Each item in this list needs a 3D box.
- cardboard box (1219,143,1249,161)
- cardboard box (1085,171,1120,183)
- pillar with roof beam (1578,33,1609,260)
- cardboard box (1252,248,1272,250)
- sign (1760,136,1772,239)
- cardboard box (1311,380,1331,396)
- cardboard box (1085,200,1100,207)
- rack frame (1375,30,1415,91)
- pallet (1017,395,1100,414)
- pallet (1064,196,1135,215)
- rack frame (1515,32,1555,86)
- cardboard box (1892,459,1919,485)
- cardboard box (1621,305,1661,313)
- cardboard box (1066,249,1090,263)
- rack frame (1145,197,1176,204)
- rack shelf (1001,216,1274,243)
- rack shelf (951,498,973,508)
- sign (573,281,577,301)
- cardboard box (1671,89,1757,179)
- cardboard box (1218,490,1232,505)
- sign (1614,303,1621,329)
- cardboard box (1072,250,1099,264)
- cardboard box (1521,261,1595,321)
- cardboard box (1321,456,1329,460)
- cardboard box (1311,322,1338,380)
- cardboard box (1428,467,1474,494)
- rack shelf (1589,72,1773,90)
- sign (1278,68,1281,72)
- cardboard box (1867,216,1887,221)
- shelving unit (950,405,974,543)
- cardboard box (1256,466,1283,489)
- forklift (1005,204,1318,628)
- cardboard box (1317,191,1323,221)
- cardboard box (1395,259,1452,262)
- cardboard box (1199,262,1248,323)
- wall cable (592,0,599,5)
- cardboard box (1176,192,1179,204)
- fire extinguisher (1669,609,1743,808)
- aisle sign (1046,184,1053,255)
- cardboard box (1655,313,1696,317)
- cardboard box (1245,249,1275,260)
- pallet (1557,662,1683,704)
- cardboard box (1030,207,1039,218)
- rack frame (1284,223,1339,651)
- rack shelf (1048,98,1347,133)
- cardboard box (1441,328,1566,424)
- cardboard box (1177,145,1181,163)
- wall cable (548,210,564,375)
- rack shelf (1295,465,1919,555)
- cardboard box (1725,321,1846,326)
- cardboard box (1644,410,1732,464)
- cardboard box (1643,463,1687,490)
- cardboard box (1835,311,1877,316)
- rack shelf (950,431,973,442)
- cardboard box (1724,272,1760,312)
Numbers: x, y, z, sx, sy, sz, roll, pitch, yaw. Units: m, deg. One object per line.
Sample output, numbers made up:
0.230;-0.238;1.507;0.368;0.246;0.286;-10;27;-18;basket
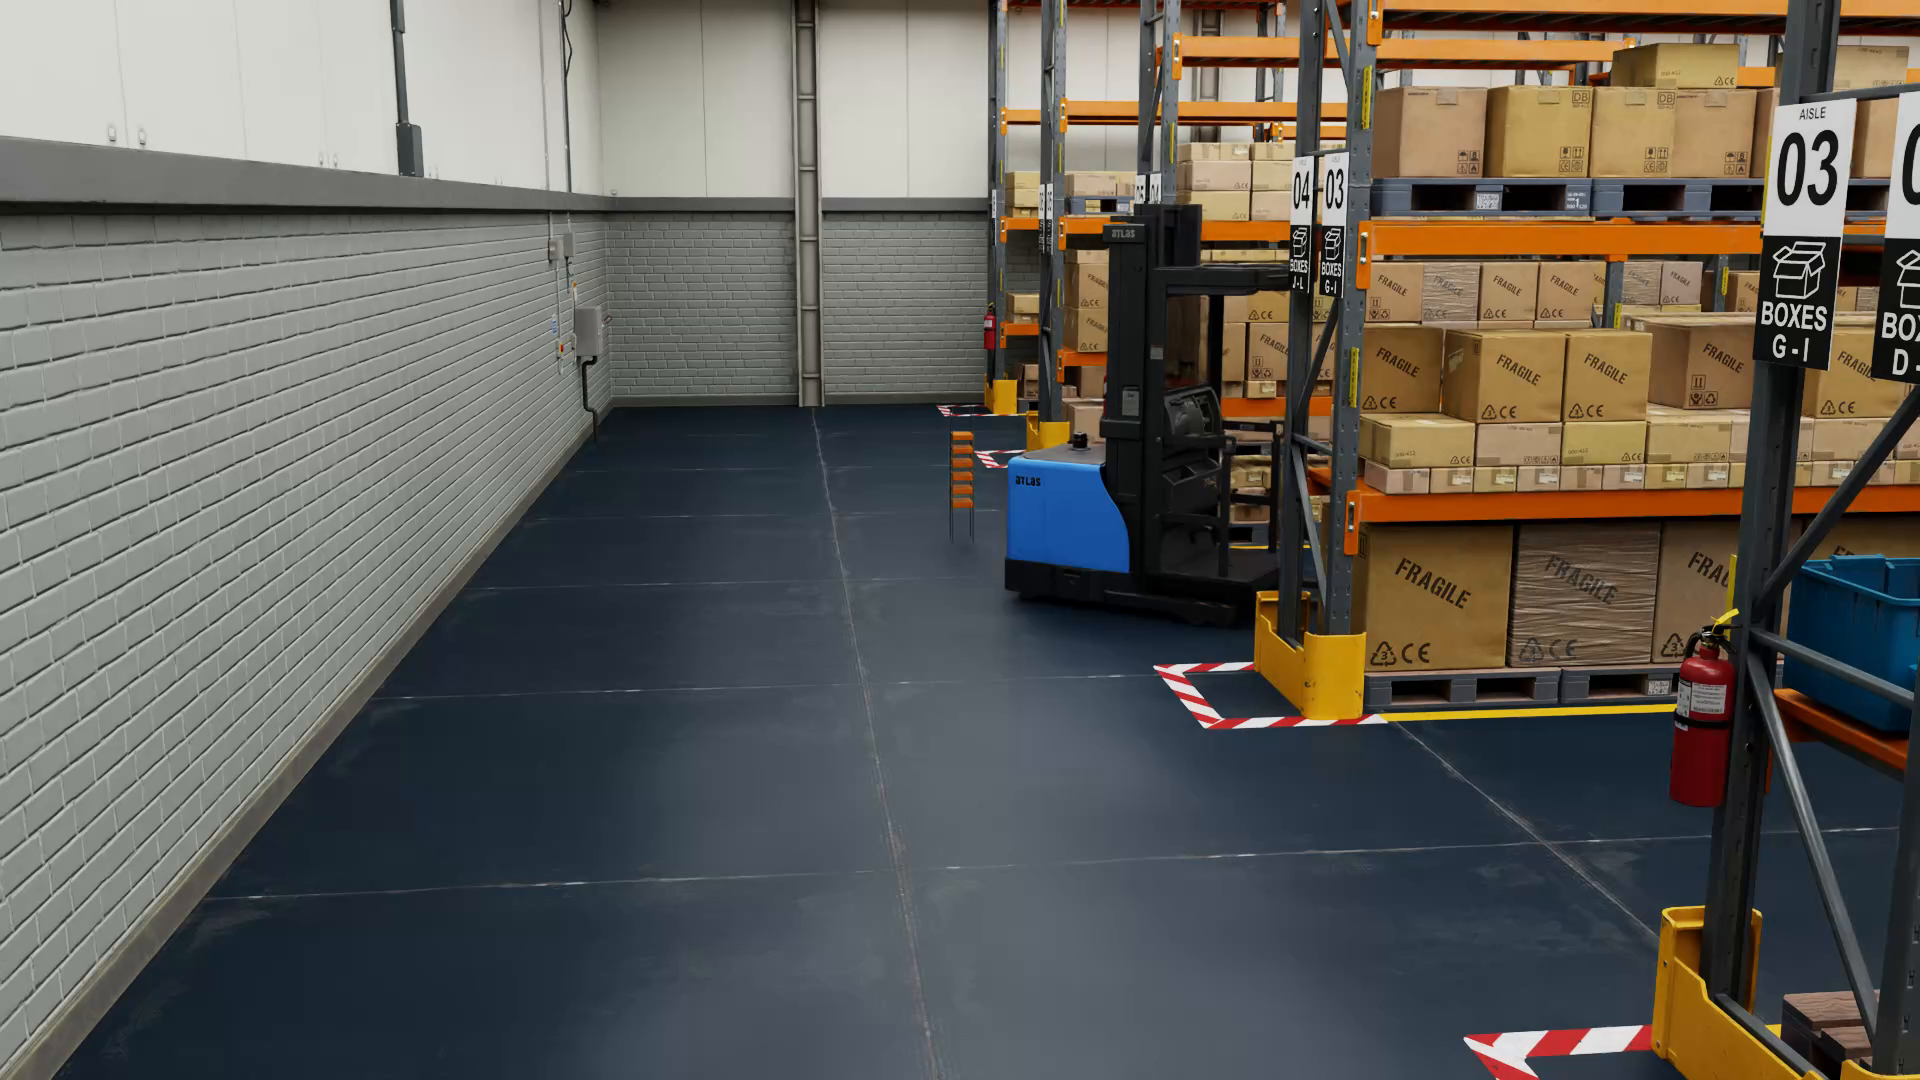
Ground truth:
2.300;-3.304;14.183;0.250;0.149;0.380;-1;11;-4;cardboard box
1.997;-5.170;23.934;0.500;0.250;0.500;-1;11;-7;cardboard box
10.140;-5.884;21.469;0.548;9.000;9.100;-1;11;-6;pillar with roof beam
3.675;-3.417;19.938;0.250;0.149;0.380;-2;11;-8;cardboard box
2.593;-1.123;5.297;0.005;0.325;0.100;-1;11;-6;sign
3.093;-1.362;14.671;0.250;0.149;0.380;-1;11;-7;cardboard box
2.007;-4.923;23.975;0.500;0.250;0.500;-2;11;-8;cardboard box
5.040;-5.474;19.386;0.127;3.000;1.000;-1;11;-6;rack frame
1.392;-2.049;24.744;1.213;0.211;1.003;-1;11;-6;pallet
1.800;-3.893;19.348;1.213;0.211;1.003;-1;11;-6;pallet
8.477;-6.509;24.651;0.127;3.000;1.000;-1;11;-6;rack frame
5.586;-0.432;9.942;0.250;0.149;0.380;-1;11;-5;cardboard box
8.053;-2.715;19.997;0.500;0.250;0.500;-1;11;-8;cardboard box
1.399;-3.351;19.605;0.250;0.149;0.380;-1;11;-5;cardboard box
1.698;-1.500;14.722;0.127;3.000;1.000;-1;11;-6;rack frame
2.512;-4.560;24.374;4.000;0.370;1.077;-1;11;-6;rack shelf
0.014;-0.310;14.809;0.180;0.103;0.258;-1;11;-6;rack shelf
-4.822;-3.122;20.829;0.001;0.242;0.339;-1;11;-6;sign
4.269;-2.384;9.837;0.500;0.500;0.700;-1;11;-4;cardboard box
2.247;-0.415;14.733;0.250;0.149;0.380;-1;11;-4;cardboard box
5.741;-1.904;14.534;0.005;0.325;0.100;-1;11;-6;sign
1.446;-3.260;19.139;0.250;0.149;0.380;-1;11;-5;cardboard box
5.237;-2.207;14.698;0.500;0.500;0.500;-2;11;-8;cardboard box
3.496;-0.677;15.293;0.250;0.149;0.380;-2;11;-8;cardboard box
3.192;-1.675;14.583;0.500;0.500;0.500;-1;11;-5;cardboard box
2.777;-0.373;9.642;0.250;0.149;0.380;-1;11;-7;cardboard box
7.663;-4.115;14.869;3.809;0.124;0.919;-1;11;-6;rack shelf
4.541;-6.819;23.598;0.005;0.325;0.100;-1;11;-6;sign
8.118;-3.104;14.848;0.500;0.500;0.500;-1;11;-6;cardboard box
0.014;-0.589;14.754;0.189;1.200;0.258;-1;11;-6;shelving unit
2.781;-0.554;14.672;0.250;0.149;0.380;-1;11;-6;cardboard box
1.871;-0.932;12.013;3.031;2.935;1.130;7;13;30;forklift
3.207;-2.882;14.364;0.500;0.250;0.500;-2;11;-8;cardboard box
4.182;-2.288;15.108;0.500;0.500;0.500;-1;11;-5;cardboard box
2.173;-2.144;14.376;0.500;0.500;0.500;-1;11;-6;cardboard box
-5.226;-9.200;23.918;0.133;3.039;2.988;-1;11;-6;wall cable
2.122;-2.959;14.754;0.500;0.250;0.500;-1;11;-7;cardboard box
2.469;0.540;5.513;0.183;0.674;0.296;-1;11;-6;fire extinguisher
1.023;-3.666;18.999;0.004;0.787;0.394;-1;11;-6;aisle sign
6.577;-2.015;15.360;0.250;0.149;0.380;-2;11;-8;cardboard box
3.490;-3.307;19.379;0.250;0.149;0.380;-1;11;-7;cardboard box
4.130;0.765;10.430;1.213;0.211;1.003;-1;11;-6;pallet
1.123;-4.720;23.977;0.250;0.149;0.380;-1;11;-5;cardboard box
2.133;-0.547;9.877;0.053;2.616;0.949;-1;11;-6;rack frame
3.052;-4.883;19.282;4.000;0.370;1.077;-1;11;-6;rack shelf
3.137;-0.956;9.627;0.500;0.500;0.500;-1;11;-7;cardboard box
1.997;-3.403;14.683;0.250;0.149;0.380;-1;11;-7;cardboard box
-4.540;-2.839;18.819;0.123;1.953;0.585;-1;11;-6;wall cable
4.122;-0.235;10.155;4.000;0.370;1.077;-1;11;-6;rack shelf
5.116;-1.101;10.365;0.500;0.500;0.500;-1;11;-6;cardboard box
4.174;-0.611;9.818;0.500;0.250;0.500;-1;11;-7;cardboard box
4.051;-0.400;9.778;0.250;0.149;0.380;-1;11;-8;cardboard box
8.397;-2.053;15.556;0.250;0.149;0.380;-2;11;-8;cardboard box
0.014;-0.899;14.693;0.180;0.103;0.258;-1;11;-6;rack shelf
9.489;-2.980;20.131;0.500;0.500;0.500;-2;11;-8;cardboard box
